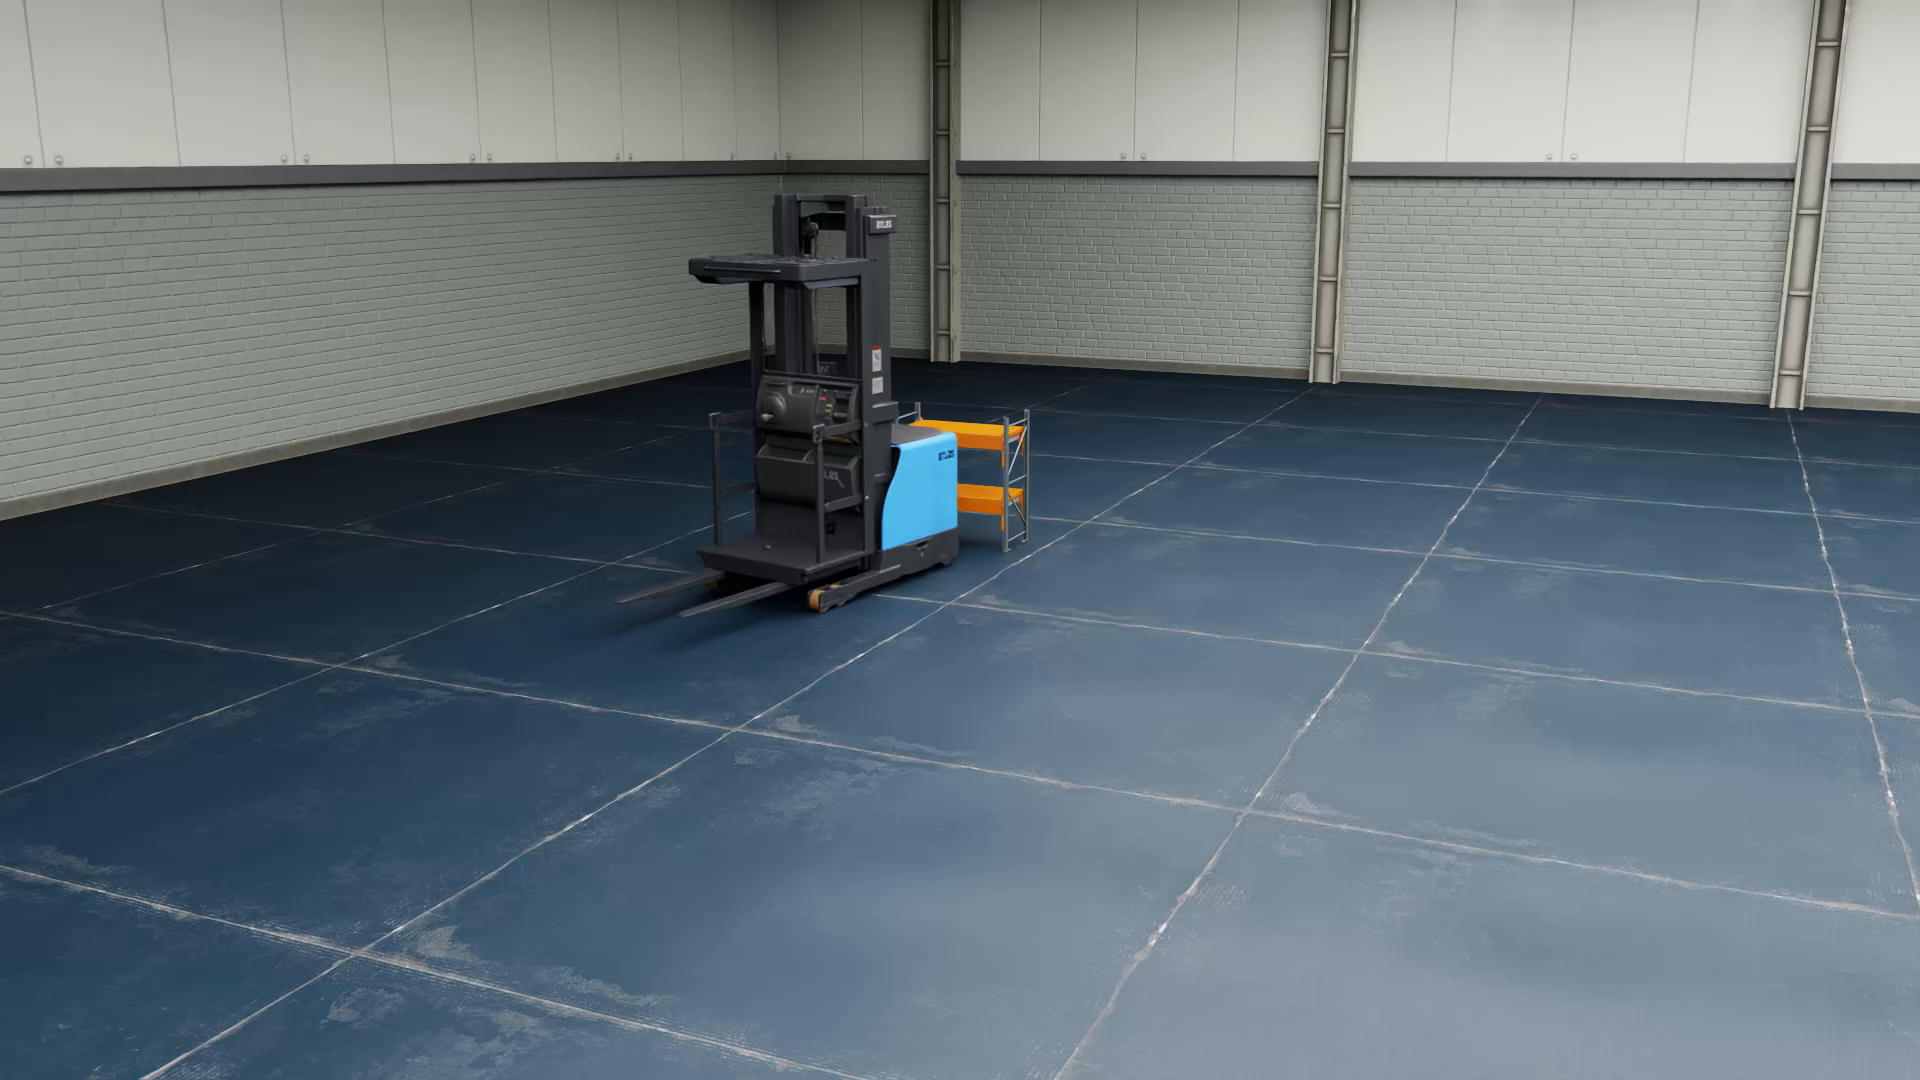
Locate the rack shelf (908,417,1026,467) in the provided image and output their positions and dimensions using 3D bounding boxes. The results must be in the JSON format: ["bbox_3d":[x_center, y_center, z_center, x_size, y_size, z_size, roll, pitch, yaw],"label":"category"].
[{"bbox_3d":[0.006,-0.832,14.057,1.000,0.278,0.538,6,14,23],"label":"rack shelf"}]

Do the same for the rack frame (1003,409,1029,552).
[{"bbox_3d":[0.471,-0.500,13.923,0.032,1.125,0.500,6,14,23],"label":"rack frame"}]

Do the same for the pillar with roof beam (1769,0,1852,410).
[{"bbox_3d":[9.000,-5.212,16.766,0.400,9.000,9.100,6,14,23],"label":"pillar with roof beam"}]

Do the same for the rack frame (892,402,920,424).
[{"bbox_3d":[-0.459,-0.594,14.324,0.032,1.125,0.500,6,14,23],"label":"rack frame"}]

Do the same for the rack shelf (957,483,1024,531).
[{"bbox_3d":[0.006,-0.309,14.180,1.000,0.278,0.538,6,14,23],"label":"rack shelf"}]

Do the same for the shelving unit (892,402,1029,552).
[{"bbox_3d":[0.006,-0.547,14.124,1.048,1.125,0.538,6,14,23],"label":"shelving unit"}]

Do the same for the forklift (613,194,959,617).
[{"bbox_3d":[-1.259,-1.027,12.217,1.130,2.935,3.031,9,16,34],"label":"forklift"}]

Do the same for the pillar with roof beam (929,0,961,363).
[{"bbox_3d":[-1.971,-6.322,21.498,0.400,9.000,9.100,6,14,23],"label":"pillar with roof beam"}]

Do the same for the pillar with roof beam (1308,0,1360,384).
[{"bbox_3d":[3.514,-5.767,19.132,0.400,9.000,9.100,6,14,23],"label":"pillar with roof beam"}]
